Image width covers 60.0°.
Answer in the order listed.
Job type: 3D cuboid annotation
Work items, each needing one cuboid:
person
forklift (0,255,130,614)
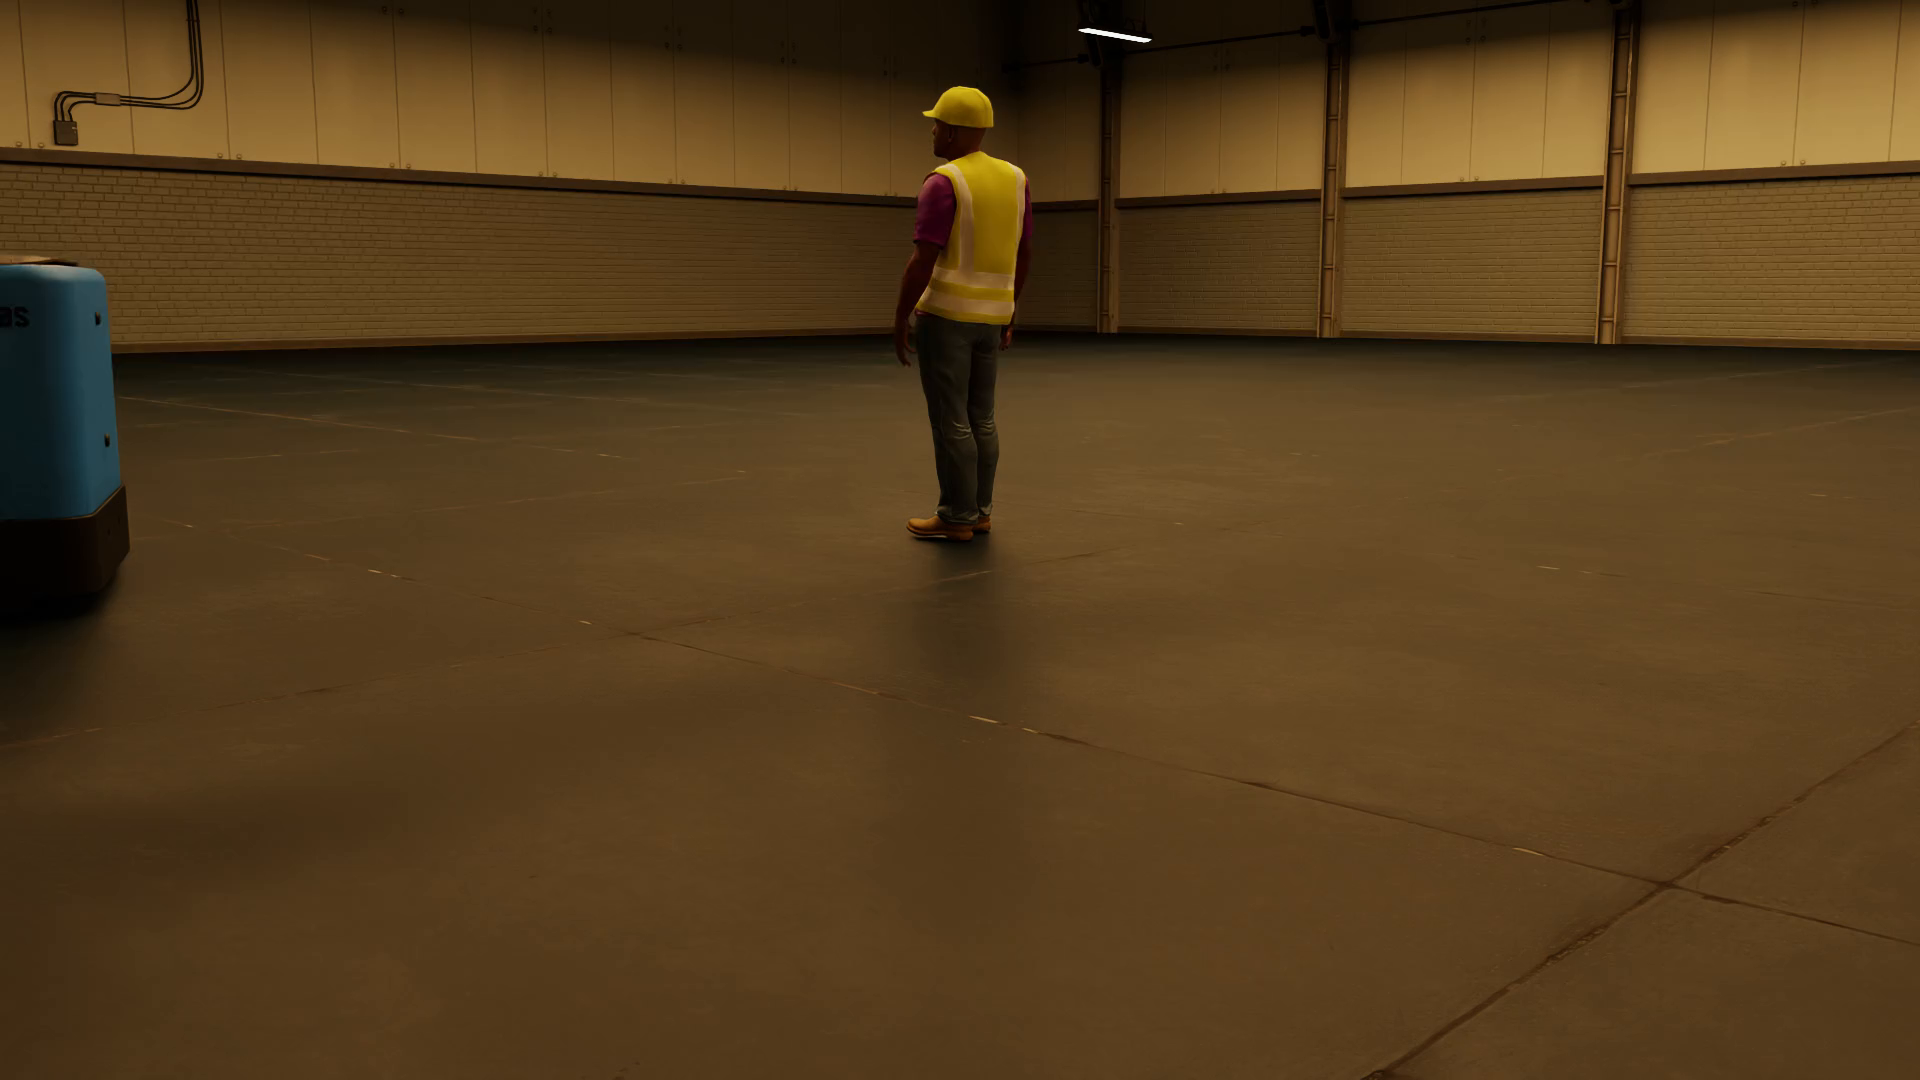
[{"bbox_3d":[-0.047,-0.888,6.637,0.575,1.768,0.665,8,12,43],"label":"person"},{"bbox_3d":[-4.250,-1.201,4.849,3.031,2.935,1.130,-3,9,-21],"label":"forklift"}]
